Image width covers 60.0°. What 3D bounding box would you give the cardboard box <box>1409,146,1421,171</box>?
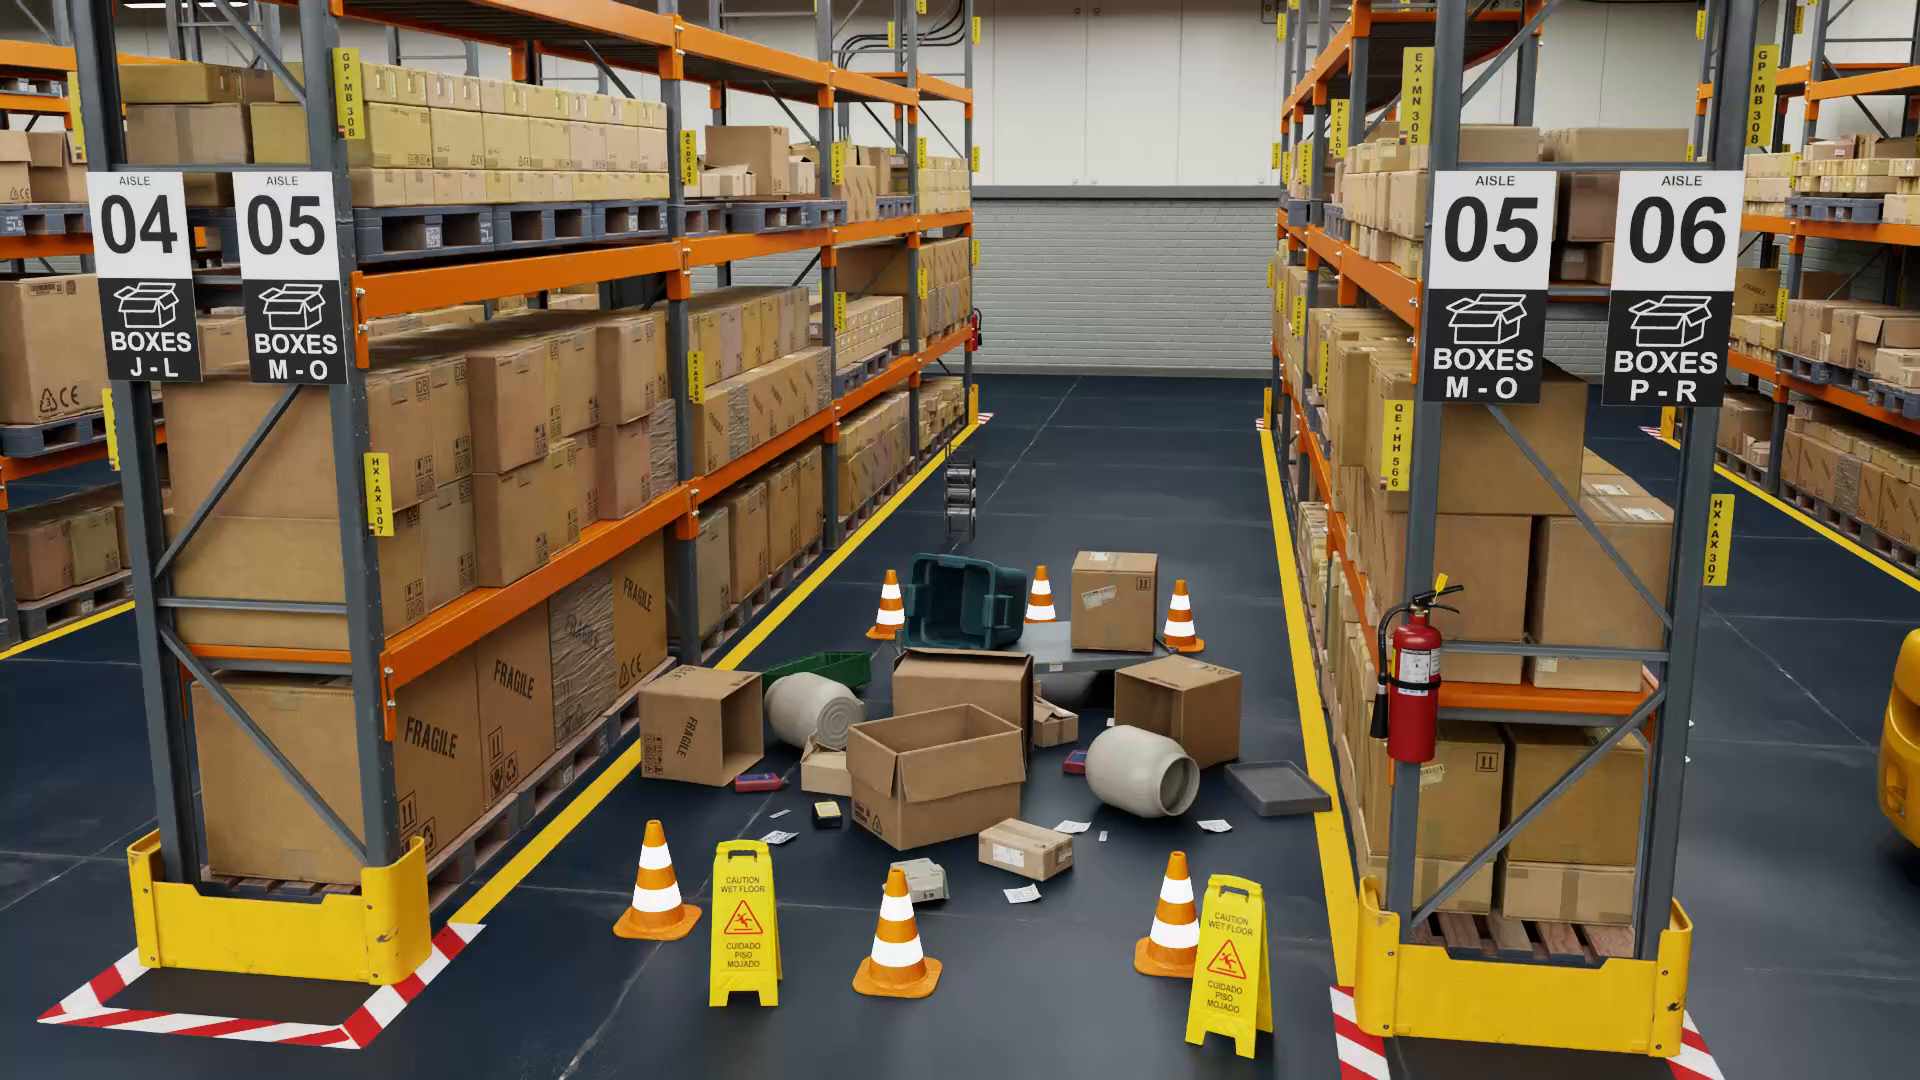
[{"bbox_3d":[1.964,-1.514,6.480,0.380,0.149,0.250,2,12,8],"label":"cardboard box"}]

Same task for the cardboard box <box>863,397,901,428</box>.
[{"bbox_3d":[-0.913,-1.312,17.116,0.500,0.250,0.500,2,12,11],"label":"cardboard box"}]

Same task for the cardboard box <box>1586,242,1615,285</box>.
[{"bbox_3d":[2.477,-0.996,5.972,0.380,0.149,0.250,2,12,9],"label":"cardboard box"}]

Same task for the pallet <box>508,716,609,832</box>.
[{"bbox_3d":[-2.566,1.207,8.890,1.003,0.211,1.213,2,12,9],"label":"pallet"}]

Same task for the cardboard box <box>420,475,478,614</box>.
[{"bbox_3d":[-2.726,-0.001,7.521,0.875,0.550,0.550,2,12,9],"label":"cardboard box"}]

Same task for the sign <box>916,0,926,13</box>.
[{"bbox_3d":[-0.406,-5.681,17.403,0.100,0.325,0.005,2,12,9],"label":"sign"}]

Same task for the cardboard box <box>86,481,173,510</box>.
[{"bbox_3d":[-6.693,-0.199,13.688,0.700,0.500,0.500,3,13,13],"label":"cardboard box"}]

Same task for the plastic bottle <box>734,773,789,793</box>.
[{"bbox_3d":[-1.057,1.291,8.857,0.283,0.061,0.133,-2,12,-11],"label":"plastic bottle"}]

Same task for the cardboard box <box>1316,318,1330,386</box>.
[{"bbox_3d":[2.890,-1.353,12.213,0.500,0.500,0.500,2,12,10],"label":"cardboard box"}]

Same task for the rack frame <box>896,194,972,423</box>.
[{"bbox_3d":[-0.341,-3.064,22.092,1.000,3.000,0.127,2,12,9],"label":"rack frame"}]

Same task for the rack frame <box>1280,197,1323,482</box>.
[{"bbox_3d":[3.951,-2.092,17.581,1.000,3.000,0.127,2,12,9],"label":"rack frame"}]

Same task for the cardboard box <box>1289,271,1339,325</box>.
[{"bbox_3d":[3.469,-2.336,16.104,0.500,0.500,0.500,2,12,7],"label":"cardboard box"}]

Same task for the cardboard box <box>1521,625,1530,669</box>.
[{"bbox_3d":[2.387,0.412,6.560,0.380,0.149,0.250,2,12,9],"label":"cardboard box"}]

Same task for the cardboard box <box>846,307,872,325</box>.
[{"bbox_3d":[-1.066,-2.188,16.211,0.380,0.149,0.250,2,12,8],"label":"cardboard box"}]

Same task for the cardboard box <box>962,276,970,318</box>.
[{"bbox_3d":[-0.155,-3.157,21.577,0.500,0.500,0.500,2,12,10],"label":"cardboard box"}]

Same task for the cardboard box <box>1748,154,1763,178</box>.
[{"bbox_3d":[8.852,-4.039,17.958,0.500,0.250,0.500,2,12,10],"label":"cardboard box"}]

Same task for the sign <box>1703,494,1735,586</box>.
[{"bbox_3d":[2.642,0.000,5.818,0.100,0.325,0.005,2,12,9],"label":"sign"}]

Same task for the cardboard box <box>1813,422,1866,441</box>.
[{"bbox_3d":[8.544,-1.053,16.154,0.380,0.149,0.250,1,12,6],"label":"cardboard box"}]

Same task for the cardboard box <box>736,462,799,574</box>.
[{"bbox_3d":[-1.885,-0.198,13.137,1.050,0.750,0.750,2,12,10],"label":"cardboard box"}]

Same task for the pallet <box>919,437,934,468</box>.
[{"bbox_3d":[-0.887,-1.009,19.176,1.003,0.211,1.213,2,12,9],"label":"pallet"}]

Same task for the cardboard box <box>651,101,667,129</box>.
[{"bbox_3d":[-1.927,-2.467,9.671,0.380,0.149,0.250,2,12,8],"label":"cardboard box"}]

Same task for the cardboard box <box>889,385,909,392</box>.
[{"bbox_3d":[-0.854,-1.847,20.803,0.380,0.149,0.250,2,12,11],"label":"cardboard box"}]

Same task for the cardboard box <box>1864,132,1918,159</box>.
[{"bbox_3d":[8.869,-3.756,15.853,0.396,0.266,0.258,2,12,9],"label":"cardboard box"}]

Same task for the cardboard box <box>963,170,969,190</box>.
[{"bbox_3d":[-0.160,-4.597,21.256,0.500,0.250,0.500,1,12,7],"label":"cardboard box"}]

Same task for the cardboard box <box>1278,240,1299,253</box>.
[{"bbox_3d":[4.115,-3.607,20.462,0.380,0.149,0.250,2,12,10],"label":"cardboard box"}]

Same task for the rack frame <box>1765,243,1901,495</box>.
[{"bbox_3d":[8.856,-1.932,16.839,1.000,3.000,0.127,2,12,9],"label":"rack frame"}]

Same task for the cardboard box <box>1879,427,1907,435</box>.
[{"bbox_3d":[9.007,-0.987,15.848,0.380,0.149,0.250,1,12,6],"label":"cardboard box"}]

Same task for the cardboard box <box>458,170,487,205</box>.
[{"bbox_3d":[-2.316,-1.550,7.309,0.380,0.149,0.250,2,12,9],"label":"cardboard box"}]

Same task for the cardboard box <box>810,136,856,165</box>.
[{"bbox_3d":[-1.157,-3.525,15.057,0.396,0.266,0.258,2,12,9],"label":"cardboard box"}]

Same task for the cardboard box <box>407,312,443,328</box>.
[{"bbox_3d":[-5.800,-2.144,17.585,0.500,0.500,0.500,2,12,8],"label":"cardboard box"}]

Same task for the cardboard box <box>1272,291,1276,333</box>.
[{"bbox_3d":[4.209,-2.883,21.014,0.500,0.500,0.500,2,12,8],"label":"cardboard box"}]

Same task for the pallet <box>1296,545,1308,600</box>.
[{"bbox_3d":[3.214,0.266,13.257,1.003,0.211,1.213,2,12,9],"label":"pallet"}]

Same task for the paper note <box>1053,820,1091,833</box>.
[{"bbox_3d":[0.563,1.430,8.315,0.148,0.019,0.142,7,14,28],"label":"paper note"}]

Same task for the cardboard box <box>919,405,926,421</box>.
[{"bbox_3d":[-0.597,-1.454,18.980,0.380,0.149,0.250,3,12,11],"label":"cardboard box"}]

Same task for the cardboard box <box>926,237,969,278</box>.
[{"bbox_3d":[-0.165,-3.644,21.465,0.500,0.500,0.500,2,12,7],"label":"cardboard box"}]

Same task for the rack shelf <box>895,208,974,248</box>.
[{"bbox_3d":[-0.648,-3.763,19.920,1.077,0.370,4.000,2,12,9],"label":"rack shelf"}]

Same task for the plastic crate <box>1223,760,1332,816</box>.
[{"bbox_3d":[1.669,1.301,8.768,0.402,0.080,0.583,-2,12,-11],"label":"plastic crate"}]

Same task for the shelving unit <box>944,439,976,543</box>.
[{"bbox_3d":[0.001,-0.442,14.906,0.258,0.900,0.210,2,12,9],"label":"shelving unit"}]

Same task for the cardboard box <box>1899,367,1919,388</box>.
[{"bbox_3d":[7.963,-1.331,13.649,0.380,0.149,0.250,2,12,10],"label":"cardboard box"}]

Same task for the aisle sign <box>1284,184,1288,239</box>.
[{"bbox_3d":[4.291,-4.220,21.284,0.394,0.787,0.004,2,12,9],"label":"aisle sign"}]

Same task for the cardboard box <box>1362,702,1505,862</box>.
[{"bbox_3d":[1.971,1.003,6.970,0.500,0.500,0.500,2,12,9],"label":"cardboard box"}]

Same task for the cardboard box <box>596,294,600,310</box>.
[{"bbox_3d":[-5.038,-3.209,22.411,0.500,0.250,0.500,2,12,8],"label":"cardboard box"}]

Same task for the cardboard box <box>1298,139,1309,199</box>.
[{"bbox_3d":[3.300,-3.192,14.332,0.700,0.500,0.500,1,12,6],"label":"cardboard box"}]

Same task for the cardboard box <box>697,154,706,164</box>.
[{"bbox_3d":[-2.056,-2.721,12.357,0.500,0.311,0.500,2,12,8],"label":"cardboard box"}]

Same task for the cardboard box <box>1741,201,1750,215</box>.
[{"bbox_3d":[8.827,-3.682,18.432,0.380,0.149,0.250,2,12,10],"label":"cardboard box"}]

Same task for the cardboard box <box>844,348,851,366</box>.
[{"bbox_3d":[-1.220,-1.680,15.268,0.380,0.149,0.250,3,12,11],"label":"cardboard box"}]

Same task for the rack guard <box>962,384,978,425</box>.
[{"bbox_3d":[-0.352,-1.826,22.282,1.175,0.500,0.348,2,12,9],"label":"rack guard"}]

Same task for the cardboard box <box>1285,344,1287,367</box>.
[{"bbox_3d":[3.544,-1.828,16.712,0.500,0.250,0.500,2,12,7],"label":"cardboard box"}]

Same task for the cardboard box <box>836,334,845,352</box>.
[{"bbox_3d":[-1.258,-1.777,15.014,0.380,0.149,0.250,2,12,11],"label":"cardboard box"}]

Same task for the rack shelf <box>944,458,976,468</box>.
[{"bbox_3d":[0.001,-0.673,14.857,0.258,0.077,0.200,2,12,9],"label":"rack shelf"}]

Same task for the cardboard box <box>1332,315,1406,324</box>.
[{"bbox_3d":[2.339,-0.920,8.824,0.700,0.500,0.500,2,12,9],"label":"cardboard box"}]

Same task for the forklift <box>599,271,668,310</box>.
[{"bbox_3d":[-3.589,-1.759,16.198,3.031,2.935,1.130,0,12,-2],"label":"forklift"}]

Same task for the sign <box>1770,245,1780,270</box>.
[{"bbox_3d":[10.017,-3.463,20.444,0.100,0.325,0.005,2,12,9],"label":"sign"}]

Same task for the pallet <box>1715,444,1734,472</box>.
[{"bbox_3d":[9.148,-0.966,18.978,1.003,0.211,1.213,2,12,9],"label":"pallet"}]

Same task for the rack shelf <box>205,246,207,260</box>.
[{"bbox_3d":[-6.149,-3.112,16.899,1.077,0.370,4.000,2,12,9],"label":"rack shelf"}]

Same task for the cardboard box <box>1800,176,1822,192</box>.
[{"bbox_3d":[8.343,-3.428,16.021,0.380,0.149,0.250,2,12,9],"label":"cardboard box"}]

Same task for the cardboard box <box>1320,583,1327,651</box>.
[{"bbox_3d":[2.799,0.543,10.594,0.950,0.372,0.625,2,12,9],"label":"cardboard box"}]

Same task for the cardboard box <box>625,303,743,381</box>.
[{"bbox_3d":[-1.960,-1.420,11.850,0.700,0.500,0.500,2,12,9],"label":"cardboard box"}]

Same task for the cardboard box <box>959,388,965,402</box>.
[{"bbox_3d":[-0.140,-1.902,21.764,0.380,0.149,0.250,2,12,7],"label":"cardboard box"}]
